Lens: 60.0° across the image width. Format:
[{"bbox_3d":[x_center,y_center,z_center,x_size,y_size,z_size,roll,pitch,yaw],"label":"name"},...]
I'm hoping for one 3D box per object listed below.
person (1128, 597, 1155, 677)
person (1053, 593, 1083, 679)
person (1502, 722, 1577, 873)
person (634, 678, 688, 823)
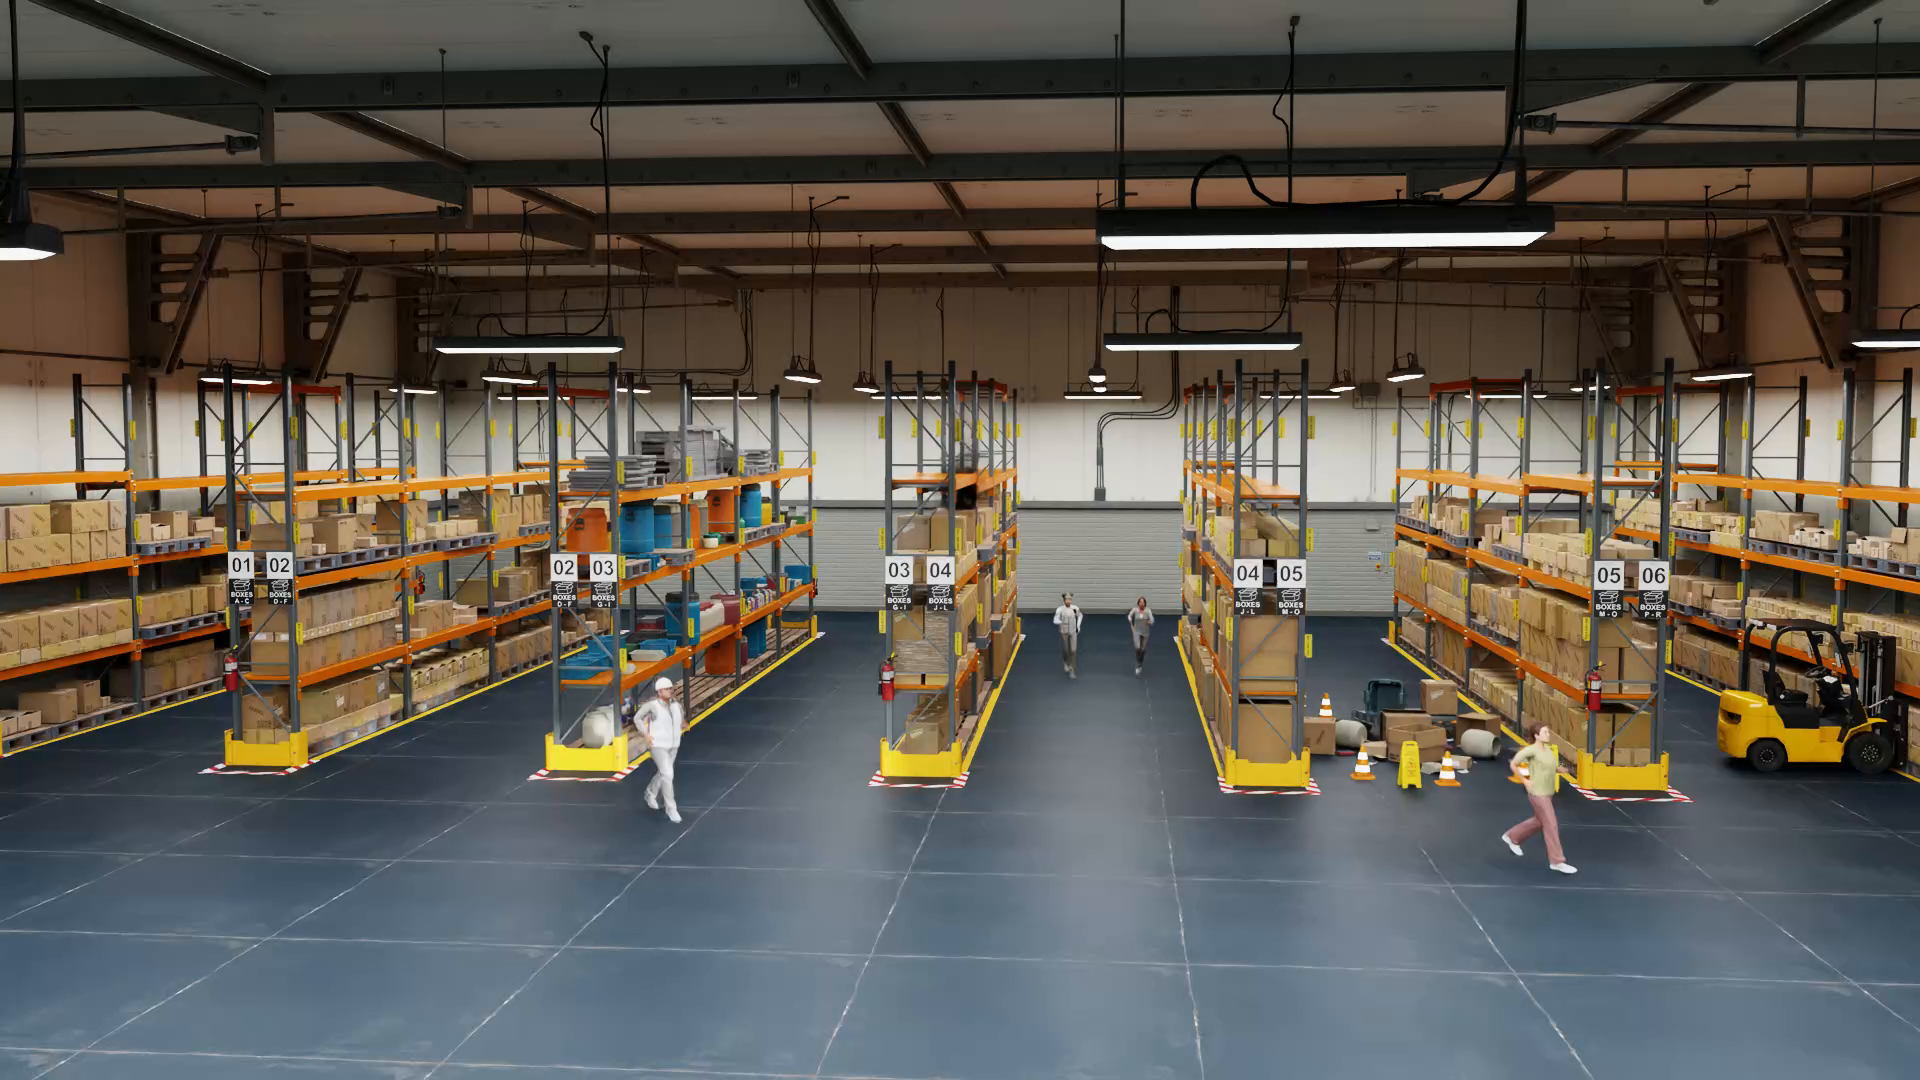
[{"bbox_3d":[3.726,1.972,34.141,0.516,1.618,0.753,0,4,-2],"label":"person"},{"bbox_3d":[2.201,1.929,33.866,0.603,1.737,0.839,0,4,2],"label":"person"},{"bbox_3d":[6.627,2.896,18.995,0.556,1.648,0.968,-3,5,-42],"label":"person"},{"bbox_3d":[-3.842,2.694,21.573,0.855,1.825,0.648,3,5,39],"label":"person"}]
